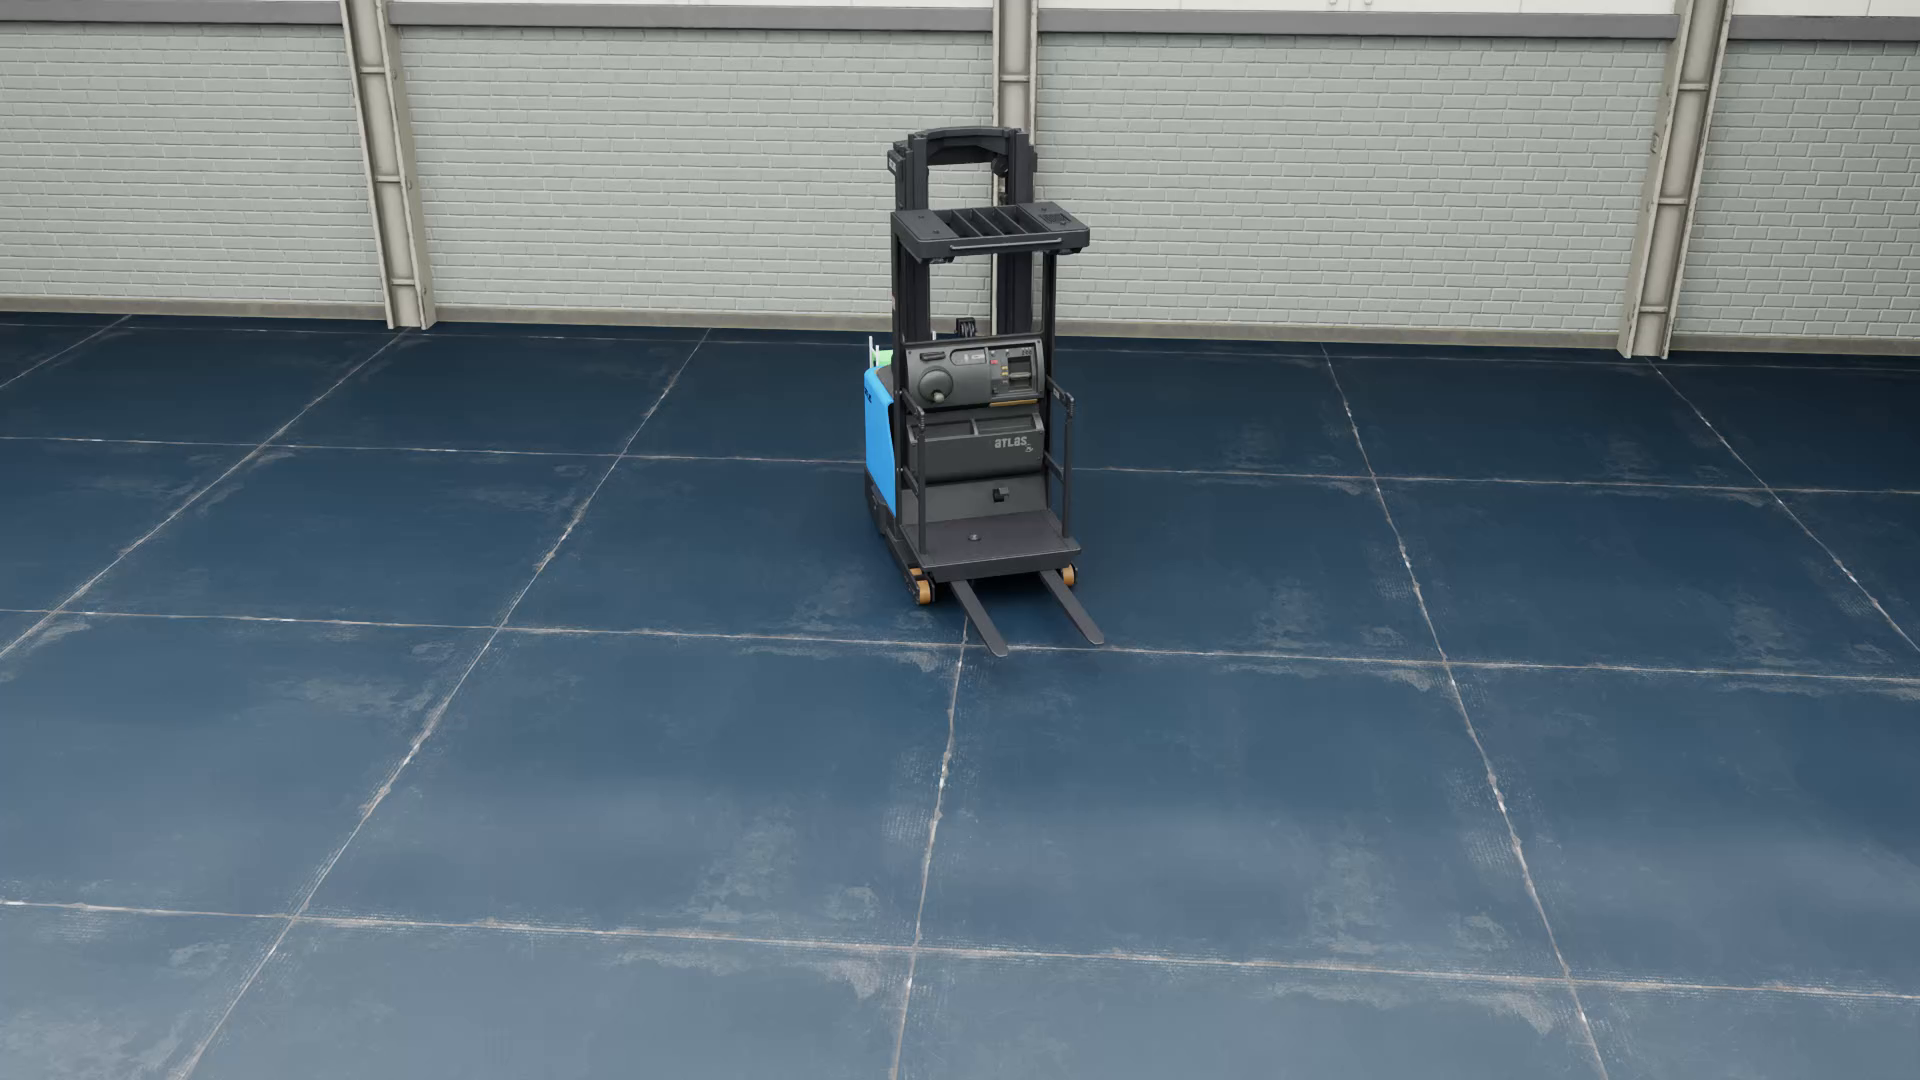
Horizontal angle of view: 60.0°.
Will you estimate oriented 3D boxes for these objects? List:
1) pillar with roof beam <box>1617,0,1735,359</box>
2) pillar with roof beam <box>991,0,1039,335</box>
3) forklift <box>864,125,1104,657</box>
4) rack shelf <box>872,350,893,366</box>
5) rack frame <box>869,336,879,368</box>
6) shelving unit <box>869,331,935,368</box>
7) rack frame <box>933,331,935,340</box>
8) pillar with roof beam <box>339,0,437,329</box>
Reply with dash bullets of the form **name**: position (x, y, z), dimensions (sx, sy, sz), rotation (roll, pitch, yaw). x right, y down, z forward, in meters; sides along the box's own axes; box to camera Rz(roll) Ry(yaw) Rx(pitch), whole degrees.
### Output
- **pillar with roof beam**: position (6.156, -4.070, 10.041), dimensions (0.400, 9.000, 9.100), rotation (2, 25, 4)
- **pillar with roof beam**: position (0.173, -4.262, 10.459), dimensions (0.400, 9.000, 9.100), rotation (2, 25, 4)
- **forklift**: position (0.161, -1.080, 10.802), dimensions (1.130, 2.935, 3.031), rotation (-6, 25, -14)
- **rack shelf**: position (-0.400, -1.328, 12.416), dimensions (0.480, 0.148, 0.258), rotation (-7, 26, -14)
- **rack frame**: position (-0.636, -0.923, 12.531), dimensions (0.015, 1.200, 0.240), rotation (-7, 26, -14)
- **shelving unit**: position (-0.400, -0.950, 12.590), dimensions (0.503, 1.200, 0.258), rotation (-7, 26, -14)
- **rack frame**: position (-0.165, -0.977, 12.650), dimensions (0.015, 1.200, 0.240), rotation (-7, 26, -14)
- **pillar with roof beam**: position (-5.809, -4.454, 10.876), dimensions (0.400, 9.000, 9.100), rotation (2, 25, 4)
